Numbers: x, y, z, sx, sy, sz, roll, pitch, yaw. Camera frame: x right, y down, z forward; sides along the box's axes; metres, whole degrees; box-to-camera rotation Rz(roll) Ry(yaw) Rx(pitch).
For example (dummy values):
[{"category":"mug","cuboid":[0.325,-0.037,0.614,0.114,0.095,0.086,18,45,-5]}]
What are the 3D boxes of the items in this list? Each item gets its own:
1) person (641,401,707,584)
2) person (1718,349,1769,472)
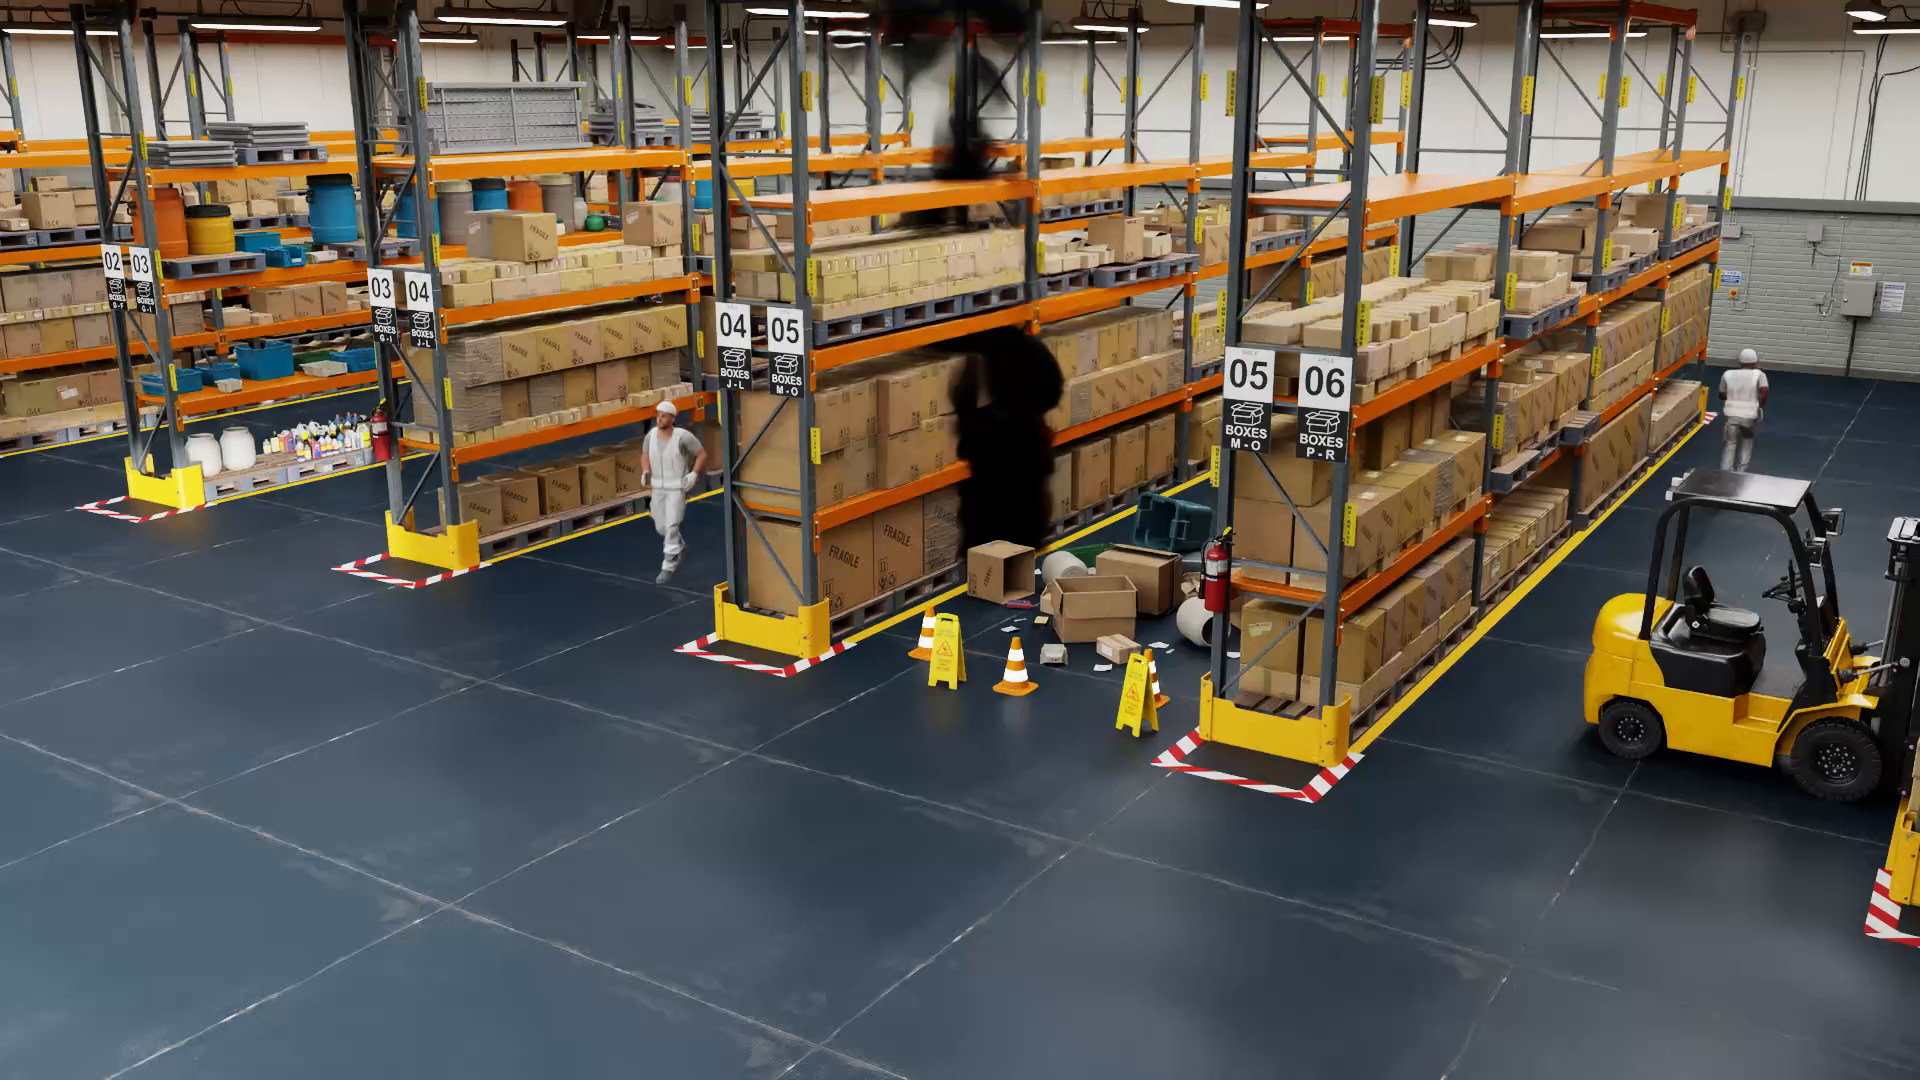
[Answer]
[{"category":"person","cuboid":[-2.893,-0.511,16.684,0.684,1.795,0.726,5,16,18]},{"category":"person","cuboid":[10.147,-1.578,21.647,0.593,1.812,0.868,8,17,25]}]
